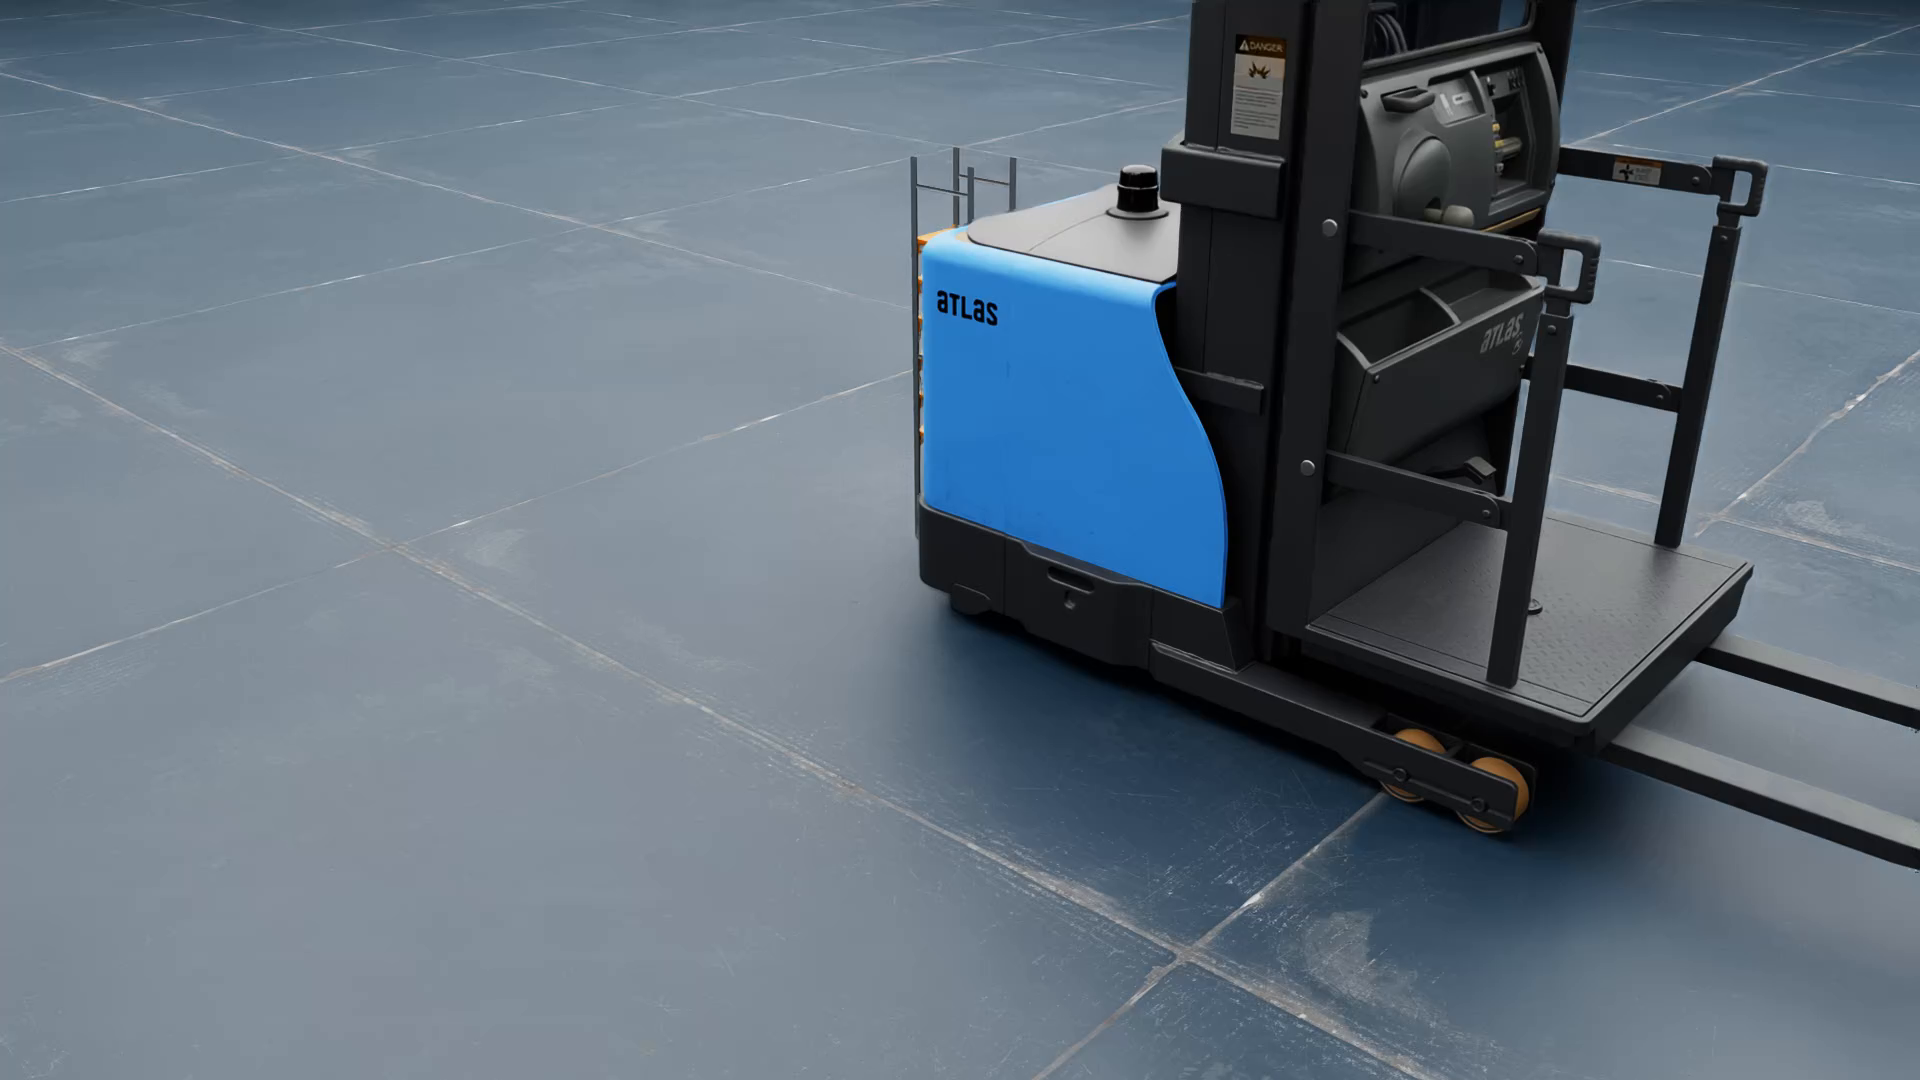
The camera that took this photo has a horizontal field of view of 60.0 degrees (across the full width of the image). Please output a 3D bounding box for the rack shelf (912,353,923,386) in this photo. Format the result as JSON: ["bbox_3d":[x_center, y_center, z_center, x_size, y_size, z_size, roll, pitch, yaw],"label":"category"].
[{"bbox_3d":[0.010,-0.511,5.033,0.258,0.103,0.180,20,31,38],"label":"rack shelf"}]

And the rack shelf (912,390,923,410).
[{"bbox_3d":[0.010,-0.402,5.082,0.258,0.103,0.180,20,31,38],"label":"rack shelf"}]

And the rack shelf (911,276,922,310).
[{"bbox_3d":[0.010,-0.730,4.934,0.258,0.103,0.180,20,31,38],"label":"rack shelf"}]

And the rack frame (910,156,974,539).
[{"bbox_3d":[-0.051,-0.524,4.952,0.240,1.200,0.006,20,31,38],"label":"rack frame"}]

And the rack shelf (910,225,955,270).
[{"bbox_3d":[0.010,-0.840,4.885,0.258,0.103,0.180,20,31,38],"label":"rack shelf"}]

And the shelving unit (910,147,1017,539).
[{"bbox_3d":[0.010,-0.552,5.014,0.258,1.200,0.189,20,31,38],"label":"shelving unit"}]

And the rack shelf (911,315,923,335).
[{"bbox_3d":[0.010,-0.621,4.983,0.258,0.103,0.180,20,31,38],"label":"rack shelf"}]

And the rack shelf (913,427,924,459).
[{"bbox_3d":[0.010,-0.292,5.131,0.258,0.103,0.180,20,31,38],"label":"rack shelf"}]

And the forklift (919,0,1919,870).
[{"bbox_3d":[1.321,-0.917,3.713,3.031,2.935,1.130,20,31,37],"label":"forklift"}]

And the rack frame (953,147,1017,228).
[{"bbox_3d":[0.071,-0.580,5.077,0.240,1.200,0.006,20,31,38],"label":"rack frame"}]
